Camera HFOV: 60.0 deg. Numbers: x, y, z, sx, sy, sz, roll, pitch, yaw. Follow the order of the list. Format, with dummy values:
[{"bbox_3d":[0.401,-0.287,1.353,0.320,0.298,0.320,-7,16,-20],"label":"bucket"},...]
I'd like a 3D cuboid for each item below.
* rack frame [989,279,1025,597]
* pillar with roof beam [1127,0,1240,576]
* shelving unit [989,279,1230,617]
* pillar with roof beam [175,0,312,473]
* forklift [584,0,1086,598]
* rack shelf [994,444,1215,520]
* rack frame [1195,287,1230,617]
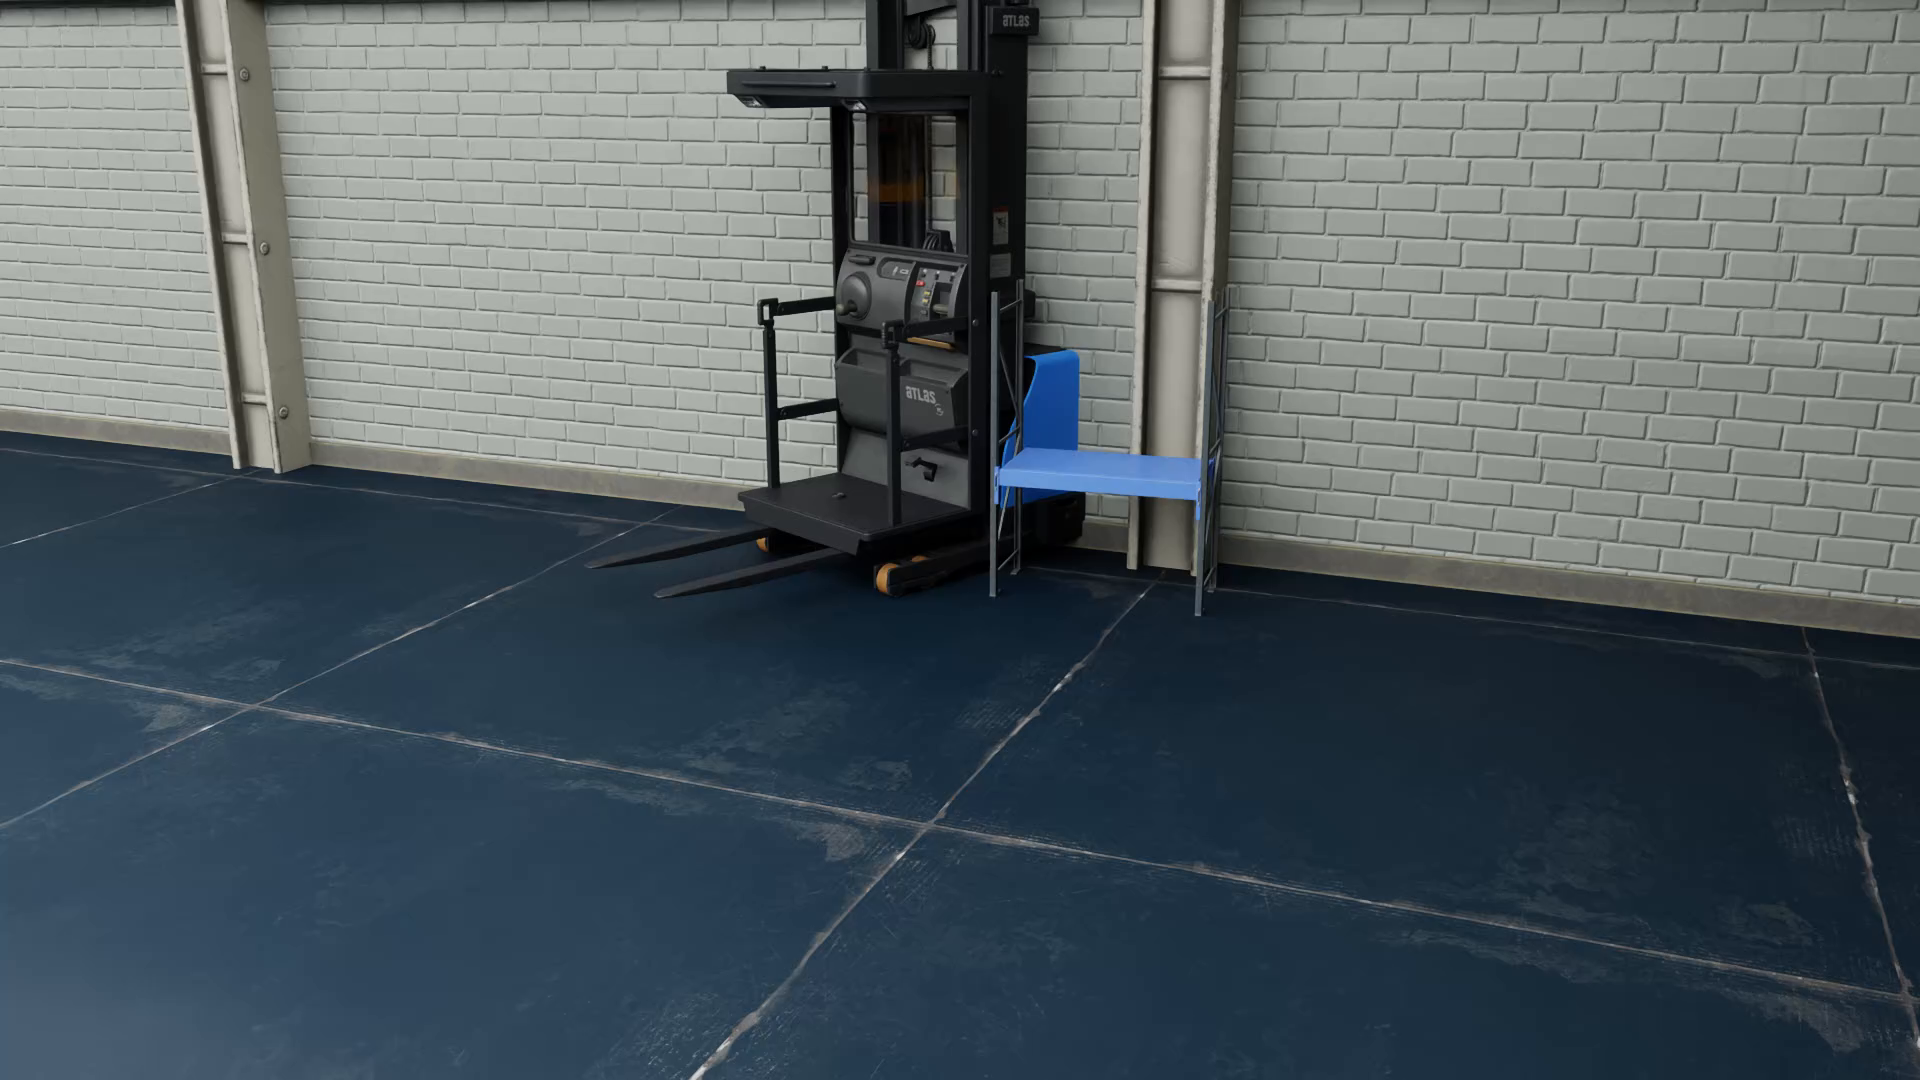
[{"bbox_3d":[0.234,-0.505,8.224,0.032,1.500,0.500,5,17,16],"label":"rack frame"},{"bbox_3d":[-0.471,-3.077,3.631,0.400,9.000,9.100,6,17,21],"label":"pillar with roof beam"},{"bbox_3d":[0.720,-0.464,8.081,1.048,1.500,0.538,5,17,16],"label":"shelving unit"},{"bbox_3d":[-6.053,-3.691,5.746,0.400,9.000,9.100,6,17,21],"label":"pillar with roof beam"},{"bbox_3d":[-0.460,-1.290,8.358,3.031,2.935,1.130,-14,22,-41],"label":"forklift"},{"bbox_3d":[0.720,-0.291,8.131,1.000,0.185,0.538,5,17,16],"label":"rack shelf"},{"bbox_3d":[1.206,-0.422,7.937,0.032,1.500,0.500,5,17,16],"label":"rack frame"}]
